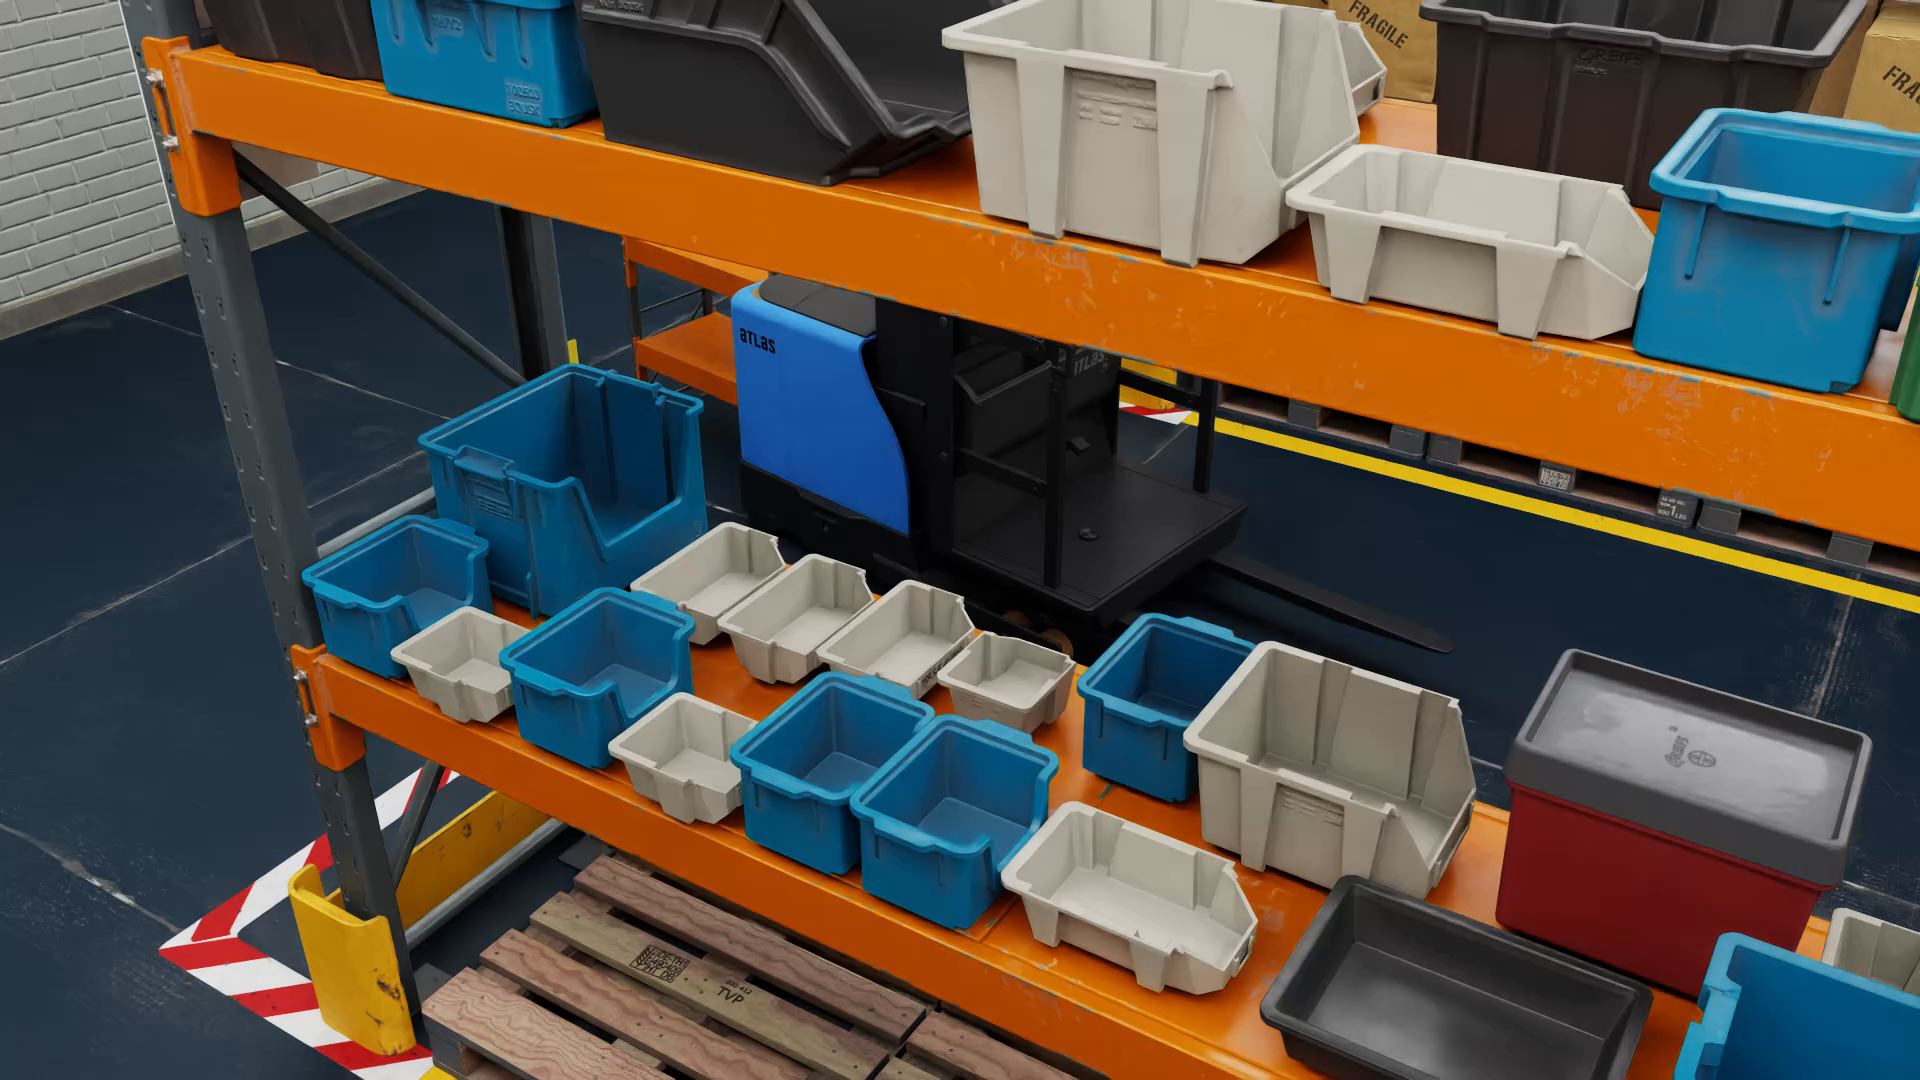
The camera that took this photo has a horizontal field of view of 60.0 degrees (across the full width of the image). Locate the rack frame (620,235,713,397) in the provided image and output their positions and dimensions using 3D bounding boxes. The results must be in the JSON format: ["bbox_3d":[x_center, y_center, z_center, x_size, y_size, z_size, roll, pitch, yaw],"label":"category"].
[{"bbox_3d":[-1.415,-1.168,8.136,0.032,1.125,0.500,24,38,35],"label":"rack frame"}]

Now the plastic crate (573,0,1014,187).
[{"bbox_3d":[-0.264,-0.849,2.813,0.767,0.338,0.504,18,35,27],"label":"plastic crate"}]

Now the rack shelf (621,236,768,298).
[{"bbox_3d":[-1.033,-1.252,7.698,1.000,0.278,0.538,24,38,35],"label":"rack shelf"}]

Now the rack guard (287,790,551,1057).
[{"bbox_3d":[-1.439,0.972,5.088,0.348,0.500,1.175,18,35,27],"label":"rack guard"}]

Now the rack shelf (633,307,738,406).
[{"bbox_3d":[-1.033,-0.788,7.969,1.000,0.278,0.538,24,38,35],"label":"rack shelf"}]

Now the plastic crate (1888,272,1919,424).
[{"bbox_3d":[1.457,-0.224,1.890,0.662,0.188,0.450,18,35,27],"label":"plastic crate"}]

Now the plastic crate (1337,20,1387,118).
[{"bbox_3d":[0.471,-0.841,2.999,0.530,0.136,0.437,18,35,27],"label":"plastic crate"}]

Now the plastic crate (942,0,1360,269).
[{"bbox_3d":[0.302,-0.626,2.487,0.530,0.282,0.437,18,35,27],"label":"plastic crate"}]

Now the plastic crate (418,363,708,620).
[{"bbox_3d":[-1.029,-0.138,4.415,0.499,0.435,0.616,18,35,27],"label":"plastic crate"}]

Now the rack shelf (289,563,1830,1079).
[{"bbox_3d":[0.282,0.740,3.719,4.000,0.370,1.077,18,35,27],"label":"rack shelf"}]

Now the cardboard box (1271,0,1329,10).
[{"bbox_3d":[1.774,-2.590,7.822,0.500,0.500,0.500,18,35,28],"label":"cardboard box"}]

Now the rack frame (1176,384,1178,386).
[{"bbox_3d":[1.222,-2.221,8.080,0.127,3.000,1.000,18,35,27],"label":"rack frame"}]

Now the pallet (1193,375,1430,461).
[{"bbox_3d":[1.940,-0.835,8.472,1.213,0.211,1.003,18,35,27],"label":"pallet"}]

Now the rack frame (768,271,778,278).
[{"bbox_3d":[-0.652,-0.829,7.555,0.032,1.125,0.500,24,38,35],"label":"rack frame"}]

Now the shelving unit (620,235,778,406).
[{"bbox_3d":[-1.033,-0.999,7.846,1.048,1.125,0.538,24,38,35],"label":"shelving unit"}]

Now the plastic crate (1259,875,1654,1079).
[{"bbox_3d":[0.886,0.873,2.991,0.590,0.125,0.437,18,35,27],"label":"plastic crate"}]

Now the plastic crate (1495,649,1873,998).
[{"bbox_3d":[1.353,0.565,3.182,0.583,0.464,0.402,18,35,27],"label":"plastic crate"}]

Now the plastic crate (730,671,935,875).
[{"bbox_3d":[-0.262,0.499,3.524,0.300,0.233,0.416,18,35,27],"label":"plastic crate"}]

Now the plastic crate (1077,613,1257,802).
[{"bbox_3d":[0.464,0.380,3.728,0.300,0.233,0.416,18,35,27],"label":"plastic crate"}]

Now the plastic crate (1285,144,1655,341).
[{"bbox_3d":[0.697,-0.395,2.235,0.466,0.136,0.293,18,35,27],"label":"plastic crate"}]

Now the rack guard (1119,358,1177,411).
[{"bbox_3d":[1.201,-1.147,8.720,0.348,0.500,1.175,18,35,27],"label":"rack guard"}]

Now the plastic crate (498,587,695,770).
[{"bbox_3d":[-0.820,0.323,3.827,0.300,0.233,0.416,18,35,27],"label":"plastic crate"}]

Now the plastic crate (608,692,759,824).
[{"bbox_3d":[-0.575,0.491,3.634,0.298,0.136,0.250,18,35,27],"label":"plastic crate"}]

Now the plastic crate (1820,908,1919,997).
[{"bbox_3d":[1.658,0.867,2.989,0.243,0.136,0.396,18,35,27],"label":"plastic crate"}]

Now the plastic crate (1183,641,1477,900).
[{"bbox_3d":[0.781,0.502,3.470,0.530,0.282,0.437,18,35,27],"label":"plastic crate"}]

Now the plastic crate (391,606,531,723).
[{"bbox_3d":[-1.150,0.309,3.945,0.298,0.136,0.250,18,35,27],"label":"plastic crate"}]

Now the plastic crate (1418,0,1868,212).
[{"bbox_3d":[1.070,-0.724,2.667,0.590,0.269,0.497,18,35,27],"label":"plastic crate"}]

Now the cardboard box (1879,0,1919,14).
[{"bbox_3d":[3.927,-1.909,6.655,0.500,0.500,0.500,18,35,27],"label":"cardboard box"}]

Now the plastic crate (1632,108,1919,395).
[{"bbox_3d":[1.036,-0.366,2.090,0.300,0.233,0.416,18,35,27],"label":"plastic crate"}]

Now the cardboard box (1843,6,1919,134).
[{"bbox_3d":[3.656,-1.682,6.265,0.500,0.500,0.500,18,35,28],"label":"cardboard box"}]

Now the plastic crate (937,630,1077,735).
[{"bbox_3d":[0.123,0.342,3.889,0.250,0.136,0.298,18,35,27],"label":"plastic crate"}]

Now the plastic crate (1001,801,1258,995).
[{"bbox_3d":[0.342,0.715,3.250,0.466,0.136,0.293,18,35,27],"label":"plastic crate"}]

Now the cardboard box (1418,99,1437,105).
[{"bbox_3d":[1.928,-1.904,7.391,0.500,0.250,0.500,17,34,27],"label":"cardboard box"}]

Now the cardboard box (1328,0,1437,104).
[{"bbox_3d":[1.908,-2.230,7.206,0.500,0.500,0.500,17,34,26],"label":"cardboard box"}]

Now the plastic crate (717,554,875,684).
[{"bbox_3d":[-0.387,0.206,4.122,0.243,0.136,0.396,18,35,27],"label":"plastic crate"}]

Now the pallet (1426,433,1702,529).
[{"bbox_3d":[2.970,-0.508,7.911,1.213,0.211,1.003,18,35,27],"label":"pallet"}]

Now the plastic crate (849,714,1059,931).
[{"bbox_3d":[-0.008,0.580,3.386,0.300,0.233,0.416,18,35,27],"label":"plastic crate"}]

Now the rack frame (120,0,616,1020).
[{"bbox_3d":[-1.412,-0.107,4.456,0.127,3.000,1.000,18,35,27],"label":"rack frame"}]

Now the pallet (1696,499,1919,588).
[{"bbox_3d":[4.007,-0.182,7.352,1.213,0.211,1.003,18,35,27],"label":"pallet"}]

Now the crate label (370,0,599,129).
[{"bbox_3d":[-0.802,-0.953,3.078,0.502,0.251,0.408,18,35,27],"label":"crate label"}]

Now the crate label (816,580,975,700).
[{"bbox_3d":[-0.138,0.271,4.012,0.243,0.136,0.396,18,35,27],"label":"crate label"}]

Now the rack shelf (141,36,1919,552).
[{"bbox_3d":[0.282,-0.556,2.963,4.000,0.370,1.077,18,35,27],"label":"rack shelf"}]

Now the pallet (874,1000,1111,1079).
[{"bbox_3d":[0.295,1.663,4.191,1.213,0.211,1.003,18,35,27],"label":"pallet"}]

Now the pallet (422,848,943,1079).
[{"bbox_3d":[-0.734,1.335,4.752,1.213,0.211,1.003,18,35,27],"label":"pallet"}]

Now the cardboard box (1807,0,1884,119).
[{"bbox_3d":[3.484,-2.047,6.891,0.500,0.500,0.500,16,34,26],"label":"cardboard box"}]

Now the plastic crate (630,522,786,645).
[{"bbox_3d":[-0.625,0.123,4.265,0.243,0.136,0.396,18,35,27],"label":"plastic crate"}]

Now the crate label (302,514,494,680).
[{"bbox_3d":[-1.377,0.146,4.129,0.303,0.233,0.416,18,35,27],"label":"crate label"}]

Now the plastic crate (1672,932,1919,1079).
[{"bbox_3d":[1.400,0.966,2.573,0.575,0.384,0.392,18,35,27],"label":"plastic crate"}]

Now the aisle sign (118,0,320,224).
[{"bbox_3d":[-1.630,-1.122,3.617,0.004,0.787,0.394,18,35,27],"label":"aisle sign"}]

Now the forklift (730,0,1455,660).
[{"bbox_3d":[0.471,-1.058,6.154,3.031,2.935,1.130,24,38,35],"label":"forklift"}]

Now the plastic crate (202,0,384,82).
[{"bbox_3d":[-1.234,-1.124,3.352,0.590,0.269,0.497,18,35,27],"label":"plastic crate"}]

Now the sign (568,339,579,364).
[{"bbox_3d":[-1.133,-0.416,4.825,0.005,0.325,0.100,18,35,27],"label":"sign"}]
